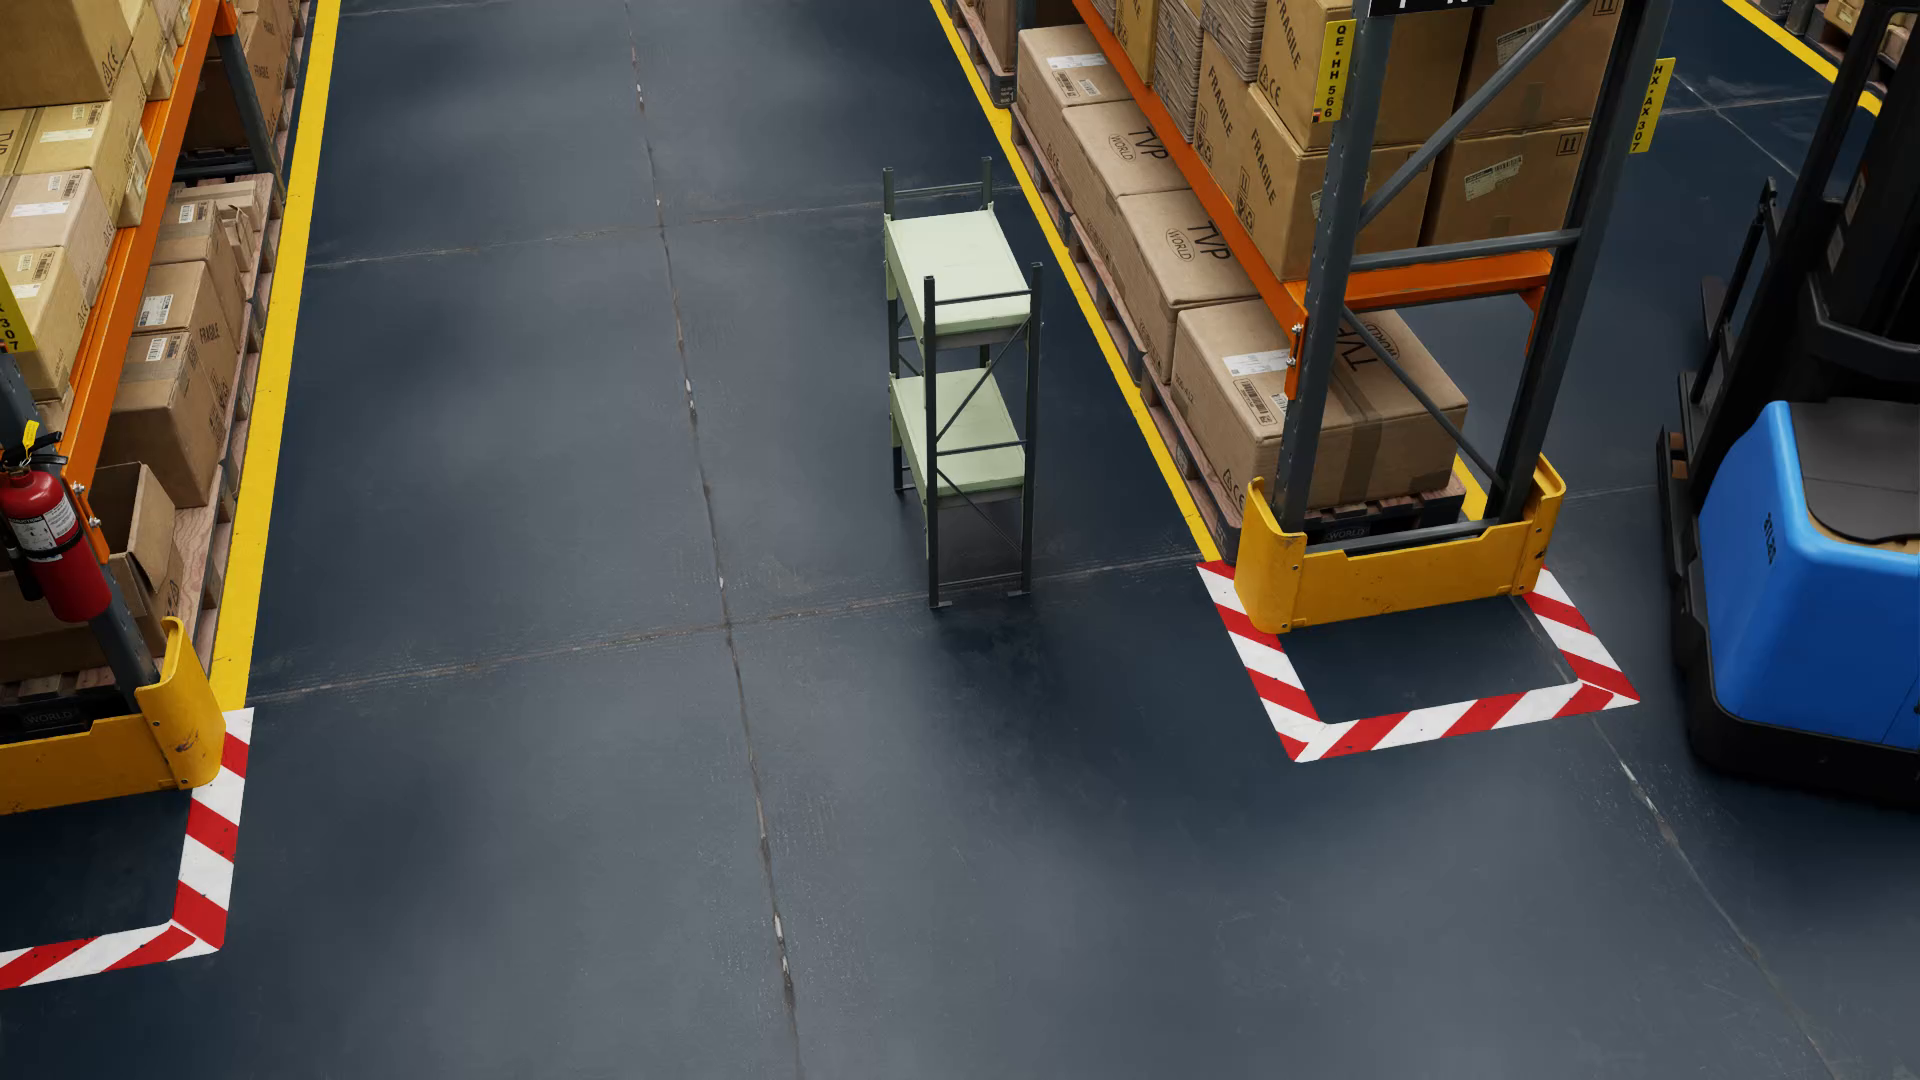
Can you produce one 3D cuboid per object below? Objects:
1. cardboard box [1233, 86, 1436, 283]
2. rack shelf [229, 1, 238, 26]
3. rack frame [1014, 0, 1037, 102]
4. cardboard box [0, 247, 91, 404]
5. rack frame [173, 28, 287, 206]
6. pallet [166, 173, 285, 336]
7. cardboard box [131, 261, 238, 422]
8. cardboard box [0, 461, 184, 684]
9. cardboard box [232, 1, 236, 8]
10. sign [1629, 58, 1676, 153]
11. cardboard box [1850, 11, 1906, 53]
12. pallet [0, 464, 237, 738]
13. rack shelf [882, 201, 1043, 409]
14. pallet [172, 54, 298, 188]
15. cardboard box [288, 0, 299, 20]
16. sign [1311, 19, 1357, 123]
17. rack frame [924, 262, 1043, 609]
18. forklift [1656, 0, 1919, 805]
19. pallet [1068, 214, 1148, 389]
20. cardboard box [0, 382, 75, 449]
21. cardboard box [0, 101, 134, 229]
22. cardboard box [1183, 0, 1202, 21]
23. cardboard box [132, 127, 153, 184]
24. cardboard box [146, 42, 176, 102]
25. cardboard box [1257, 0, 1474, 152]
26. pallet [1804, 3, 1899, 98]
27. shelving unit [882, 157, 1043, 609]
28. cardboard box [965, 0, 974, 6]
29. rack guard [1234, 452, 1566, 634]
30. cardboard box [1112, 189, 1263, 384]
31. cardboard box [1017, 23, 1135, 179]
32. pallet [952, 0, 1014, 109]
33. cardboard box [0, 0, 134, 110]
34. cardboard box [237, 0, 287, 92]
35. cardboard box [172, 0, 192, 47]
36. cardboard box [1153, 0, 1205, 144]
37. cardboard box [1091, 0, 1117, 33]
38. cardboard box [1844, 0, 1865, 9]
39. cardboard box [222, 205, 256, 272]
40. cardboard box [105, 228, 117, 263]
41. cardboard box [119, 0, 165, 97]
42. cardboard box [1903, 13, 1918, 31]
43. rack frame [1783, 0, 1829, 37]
[{"bbox_3d":[1.305,-1.276,5.853,0.500,0.500,0.500,-8,42,-9],"label":"cardboard box"},{"bbox_3d":[-4.473,-3.870,9.392,1.077,0.370,4.000,-8,42,-9],"label":"rack shelf"},{"bbox_3d":[0.804,-3.557,8.497,1.000,3.000,0.127,-8,42,-9],"label":"rack frame"},{"bbox_3d":[-3.013,-0.638,5.098,0.500,0.250,0.500,-8,42,-9],"label":"cardboard box"},{"bbox_3d":[-4.042,-2.843,7.693,1.000,3.000,0.127,-8,42,-9],"label":"rack frame"},{"bbox_3d":[-3.894,-1.355,8.117,1.003,0.211,1.213,-8,42,-9],"label":"pallet"},{"bbox_3d":[-3.381,-0.799,6.957,0.500,0.500,0.500,-8,42,-8],"label":"cardboard box"},{"bbox_3d":[-3.218,0.116,5.924,0.797,0.503,0.637,-10,43,-11],"label":"cardboard box"},{"bbox_3d":[-3.995,-2.747,8.663,0.380,0.149,0.250,-9,42,-10],"label":"cardboard box"},{"bbox_3d":[2.211,-1.393,5.348,0.100,0.325,0.005,-8,42,-9],"label":"sign"},{"bbox_3d":[5.438,-2.968,9.665,0.380,0.149,0.250,-7,42,-8],"label":"cardboard box"},{"bbox_3d":[-3.368,0.227,6.336,1.003,0.211,1.213,-8,42,-9],"label":"pallet"},{"bbox_3d":[-0.001,-0.857,5.998,0.431,0.370,0.720,-8,42,-9],"label":"rack shelf"},{"bbox_3d":[-4.254,-2.322,9.207,1.003,0.211,1.213,-8,42,-9],"label":"pallet"},{"bbox_3d":[-4.260,-3.416,9.905,0.500,0.500,0.500,-10,43,-11],"label":"cardboard box"},{"bbox_3d":[1.135,-1.417,5.036,0.100,0.325,0.005,-8,42,-9],"label":"sign"},{"bbox_3d":[0.078,-0.328,5.990,0.400,1.500,0.023,-8,42,-9],"label":"rack frame"},{"bbox_3d":[3.440,-1.150,5.838,1.130,2.935,3.031,10,43,11],"label":"forklift"},{"bbox_3d":[1.159,-1.217,7.962,1.003,0.211,1.213,-8,42,-9],"label":"pallet"},{"bbox_3d":[-2.981,-0.409,5.140,0.380,0.149,0.250,-9,42,-10],"label":"cardboard box"},{"bbox_3d":[-3.235,-1.293,5.836,0.500,0.250,0.500,-9,42,-10],"label":"cardboard box"},{"bbox_3d":[1.086,-2.309,6.263,0.500,0.500,0.500,-9,42,-10],"label":"cardboard box"},{"bbox_3d":[-3.288,-1.419,6.278,0.380,0.149,0.250,-7,42,-8],"label":"cardboard box"},{"bbox_3d":[-3.457,-1.912,6.834,0.380,0.149,0.250,-9,42,-10],"label":"cardboard box"},{"bbox_3d":[1.331,-1.654,5.525,0.500,0.500,0.500,-7,42,-8],"label":"cardboard box"},{"bbox_3d":[5.795,-2.858,9.811,1.003,0.211,1.213,-8,42,-9],"label":"pallet"},{"bbox_3d":[-0.001,-0.565,6.257,0.431,1.500,0.755,-8,42,-9],"label":"shelving unit"},{"bbox_3d":[0.390,-3.894,10.161,0.875,0.875,0.875,-7,42,-8],"label":"cardboard box"},{"bbox_3d":[1.673,-0.013,6.389,1.175,0.500,0.348,-8,42,-9],"label":"rack guard"},{"bbox_3d":[1.222,-1.168,7.420,0.875,0.438,0.875,-7,42,-8],"label":"cardboard box"},{"bbox_3d":[0.835,-2.333,8.733,0.875,0.438,0.875,-9,42,-10],"label":"cardboard box"},{"bbox_3d":[0.564,-3.003,9.974,1.003,0.211,1.213,-8,42,-9],"label":"pallet"},{"bbox_3d":[-3.337,-1.891,5.944,0.500,0.500,0.500,-7,42,-8],"label":"cardboard box"},{"bbox_3d":[-4.051,-2.755,9.160,0.500,0.500,0.500,-9,42,-10],"label":"cardboard box"},{"bbox_3d":[-3.569,-2.248,7.212,0.380,0.149,0.250,-7,42,-8],"label":"cardboard box"},{"bbox_3d":[1.091,-1.935,6.596,0.500,0.500,0.500,-7,42,-8],"label":"cardboard box"},{"bbox_3d":[0.855,-2.602,7.347,0.500,0.500,0.500,-8,42,-9],"label":"cardboard box"},{"bbox_3d":[5.381,-3.253,9.762,0.380,0.149,0.250,-7,42,-7],"label":"cardboard box"},{"bbox_3d":[-3.558,-1.427,7.841,0.396,0.266,0.258,-7,42,-8],"label":"cardboard box"},{"bbox_3d":[-3.230,-1.076,5.892,0.380,0.149,0.250,-8,42,-9],"label":"cardboard box"},{"bbox_3d":[-3.476,-1.955,6.582,0.500,0.250,0.500,-9,42,-10],"label":"cardboard box"},{"bbox_3d":[5.611,-2.949,9.420,0.380,0.149,0.250,-9,42,-10],"label":"cardboard box"},{"bbox_3d":[5.616,-4.331,9.370,1.000,3.000,0.127,-8,42,-9],"label":"rack frame"}]
